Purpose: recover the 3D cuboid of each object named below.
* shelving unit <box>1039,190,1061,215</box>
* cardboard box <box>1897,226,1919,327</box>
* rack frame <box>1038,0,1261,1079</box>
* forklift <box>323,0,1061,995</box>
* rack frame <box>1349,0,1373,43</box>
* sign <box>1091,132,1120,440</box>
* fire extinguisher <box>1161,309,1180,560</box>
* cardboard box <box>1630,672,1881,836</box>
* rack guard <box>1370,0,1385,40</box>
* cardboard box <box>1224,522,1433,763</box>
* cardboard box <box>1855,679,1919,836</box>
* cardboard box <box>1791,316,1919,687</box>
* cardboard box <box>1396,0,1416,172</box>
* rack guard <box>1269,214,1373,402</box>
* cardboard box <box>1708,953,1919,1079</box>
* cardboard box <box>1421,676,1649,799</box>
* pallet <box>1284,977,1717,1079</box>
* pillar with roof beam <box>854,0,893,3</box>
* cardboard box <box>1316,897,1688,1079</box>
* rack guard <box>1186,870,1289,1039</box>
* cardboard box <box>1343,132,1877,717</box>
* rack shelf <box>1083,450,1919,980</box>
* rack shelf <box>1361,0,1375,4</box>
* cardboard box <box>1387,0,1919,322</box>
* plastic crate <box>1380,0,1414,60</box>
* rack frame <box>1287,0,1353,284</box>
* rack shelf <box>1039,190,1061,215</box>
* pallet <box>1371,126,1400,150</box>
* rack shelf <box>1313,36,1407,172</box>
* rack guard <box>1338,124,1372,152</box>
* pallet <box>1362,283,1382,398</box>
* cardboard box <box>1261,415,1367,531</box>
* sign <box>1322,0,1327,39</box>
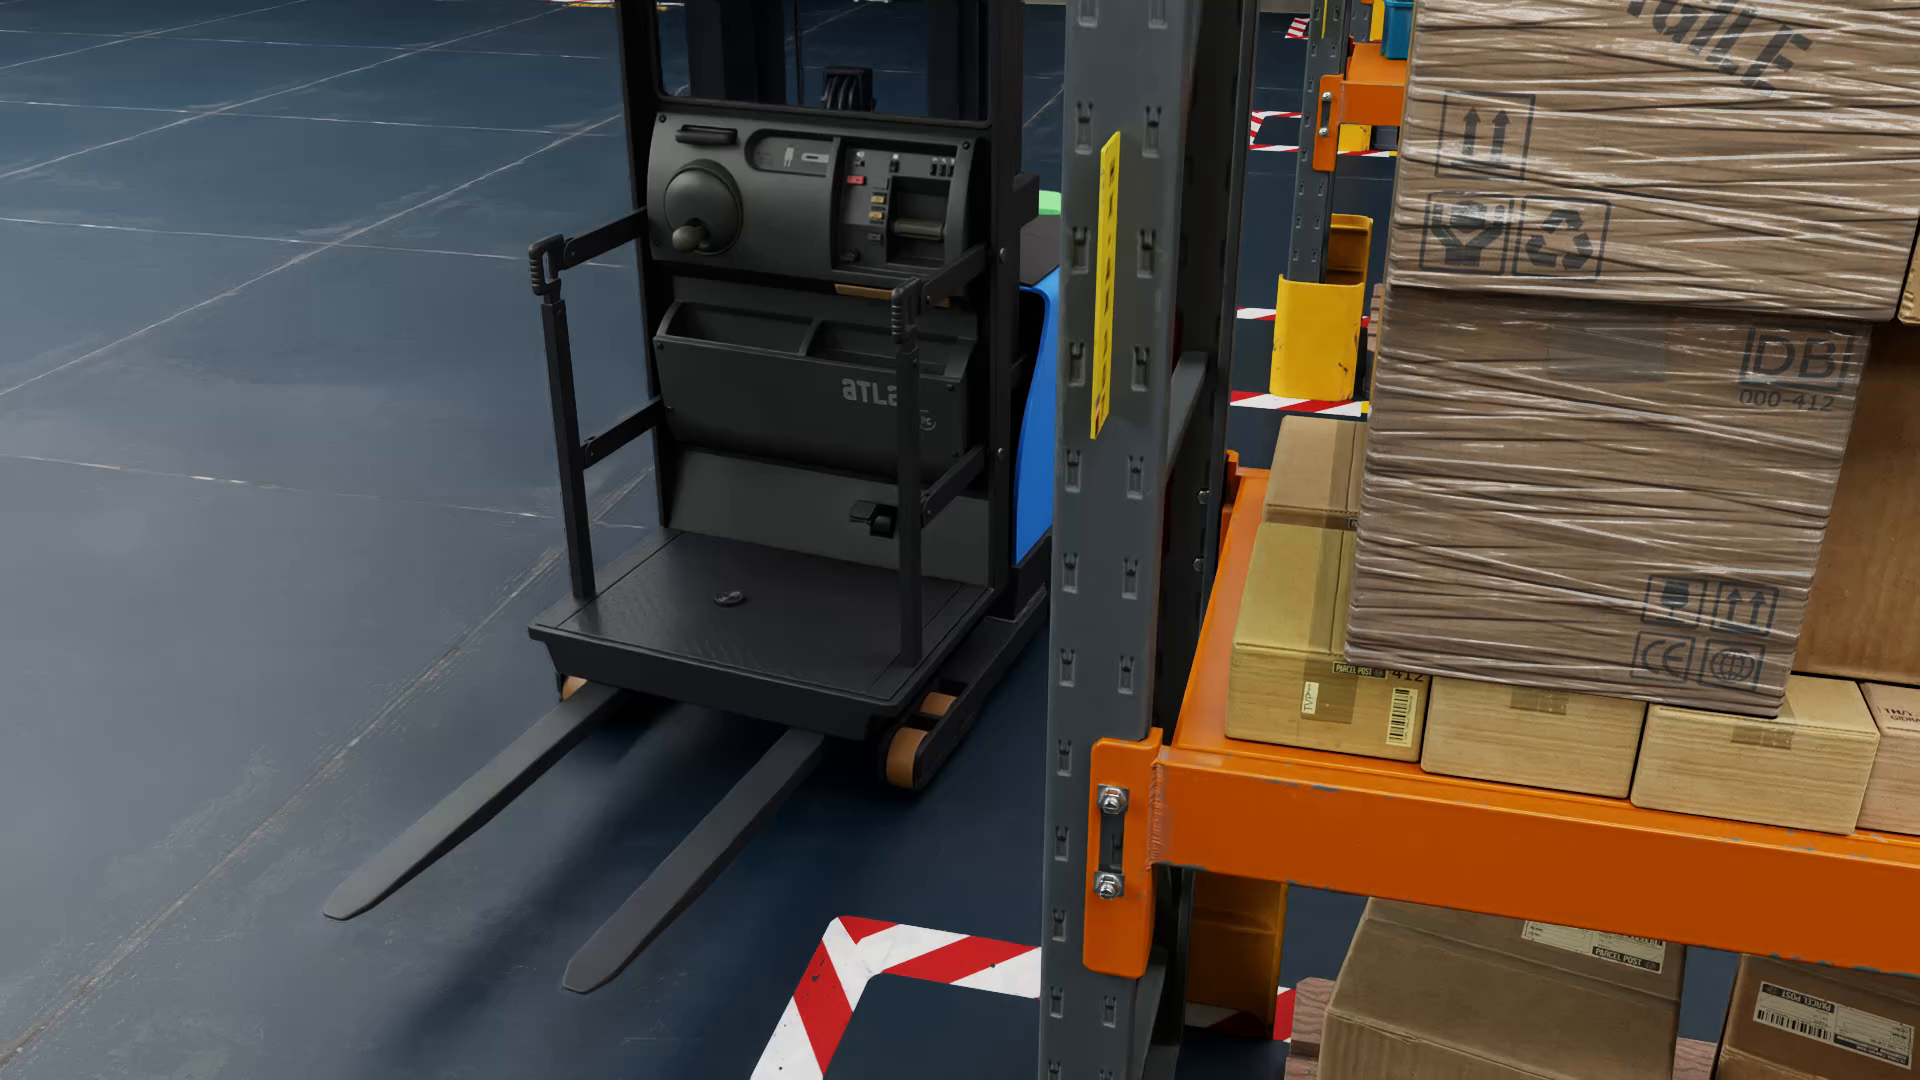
[{"bbox_3d":[0.336,-0.719,5.864,0.503,1.200,0.258,10,27,20],"label":"shelving unit"},{"bbox_3d":[1.243,-0.516,1.719,0.500,0.500,0.500,6,26,13],"label":"cardboard box"},{"bbox_3d":[0.296,-0.114,2.500,0.127,3.000,1.000,6,26,13],"label":"rack frame"},{"bbox_3d":[-0.480,-0.871,4.171,1.130,2.935,3.031,10,27,20],"label":"forklift"},{"bbox_3d":[2.767,-4.238,11.161,0.127,3.000,1.000,6,26,13],"label":"rack frame"},{"bbox_3d":[0.161,-0.279,1.839,0.005,0.325,0.100,6,26,13],"label":"sign"},{"bbox_3d":[0.300,-0.283,2.945,0.183,0.674,0.296,6,26,13],"label":"fire extinguisher"},{"bbox_3d":[0.989,0.197,2.139,0.250,0.149,0.380,6,26,13],"label":"cardboard box"},{"bbox_3d":[4.071,-5.164,16.014,0.348,0.500,1.175,6,26,13],"label":"rack guard"},{"bbox_3d":[0.513,0.129,2.281,0.250,0.149,0.380,6,26,13],"label":"cardboard box"},{"bbox_3d":[1.236,0.215,2.101,0.250,0.149,0.380,6,26,13],"label":"cardboard box"},{"bbox_3d":[1.336,-0.219,2.259,0.500,0.500,0.875,6,26,13],"label":"cardboard box"},{"bbox_3d":[0.890,-0.789,2.292,0.500,0.500,0.500,6,26,13],"label":"cardboard box"},{"bbox_3d":[1.615,-1.059,7.392,0.348,0.500,1.175,6,26,13],"label":"rack guard"},{"bbox_3d":[1.484,0.949,2.687,0.500,0.500,0.500,14,29,26],"label":"cardboard box"},{"bbox_3d":[0.750,0.164,2.208,0.250,0.149,0.380,6,26,13],"label":"cardboard box"},{"bbox_3d":[1.148,1.255,2.868,1.213,0.211,1.003,6,26,13],"label":"pallet"},{"bbox_3d":[-1.993,-8.144,12.388,0.400,9.000,9.100,6,26,13],"label":"pillar with roof beam"},{"bbox_3d":[0.897,0.899,2.792,0.500,0.500,0.500,11,28,23],"label":"cardboard box"},{"bbox_3d":[0.370,1.023,3.020,0.348,0.500,1.175,6,26,13],"label":"rack guard"},{"bbox_3d":[0.822,-0.223,2.267,0.500,0.500,0.875,6,26,13],"label":"cardboard box"},{"bbox_3d":[2.233,0.425,2.205,4.000,0.370,1.077,6,26,13],"label":"rack shelf"},{"bbox_3d":[4.704,-3.699,10.866,4.000,0.370,1.077,6,26,13],"label":"rack shelf"},{"bbox_3d":[0.761,-0.572,1.837,0.500,0.500,0.500,6,26,13],"label":"cardboard box"},{"bbox_3d":[2.089,-2.180,7.012,0.616,0.251,0.499,6,26,13],"label":"plastic crate"},{"bbox_3d":[1.530,-2.176,6.831,0.127,3.000,1.000,6,26,13],"label":"rack frame"},{"bbox_3d":[0.337,-1.096,5.687,0.480,0.148,0.258,10,27,20],"label":"rack shelf"},{"bbox_3d":[3.518,-2.914,11.625,1.213,0.211,1.003,6,26,13],"label":"pallet"},{"bbox_3d":[3.467,-1.637,6.536,4.000,0.370,1.077,6,26,13],"label":"rack shelf"},{"bbox_3d":[2.744,-3.112,11.704,0.348,0.500,1.175,6,26,13],"label":"rack guard"},{"bbox_3d":[2.401,-0.839,7.267,1.213,0.211,1.003,6,26,13],"label":"pallet"},{"bbox_3d":[0.624,-0.056,2.670,0.250,0.149,0.380,6,26,13],"label":"cardboard box"},{"bbox_3d":[1.389,-2.072,6.291,0.005,0.325,0.100,6,26,13],"label":"sign"}]
